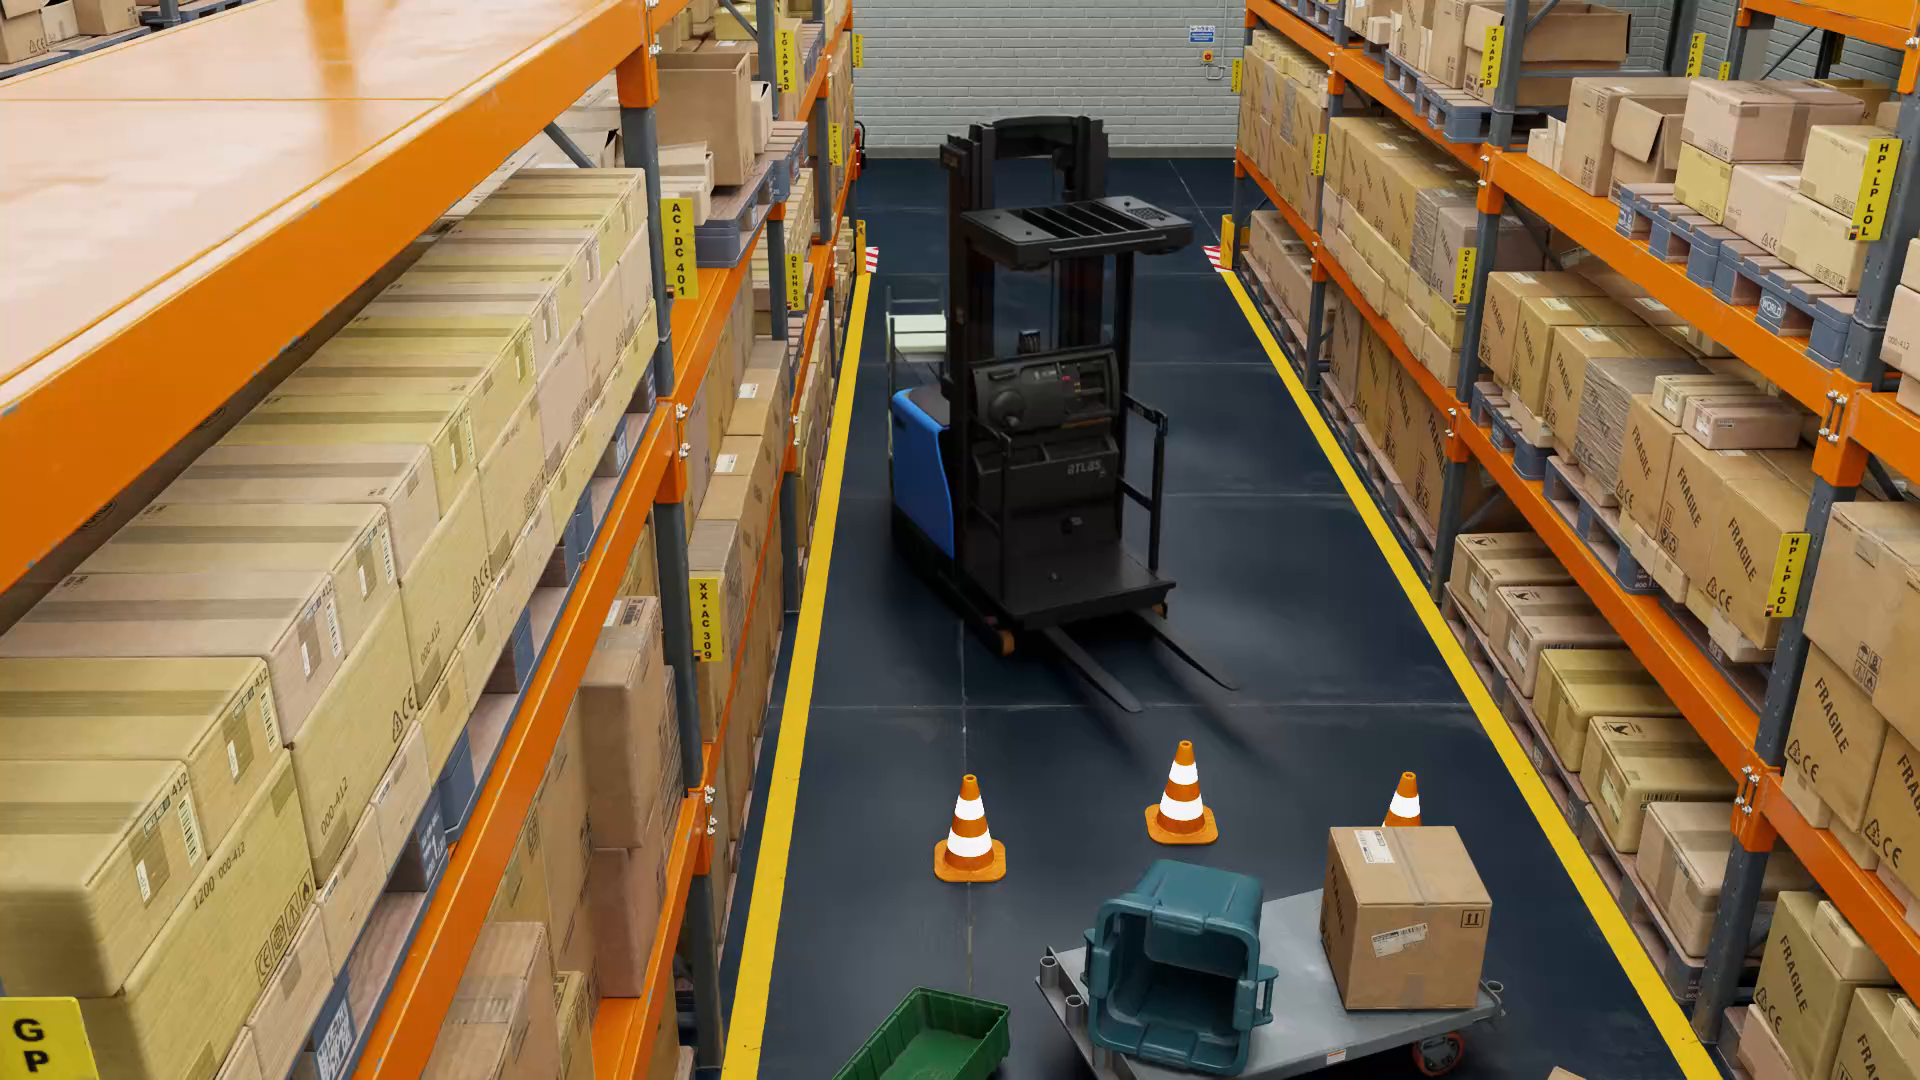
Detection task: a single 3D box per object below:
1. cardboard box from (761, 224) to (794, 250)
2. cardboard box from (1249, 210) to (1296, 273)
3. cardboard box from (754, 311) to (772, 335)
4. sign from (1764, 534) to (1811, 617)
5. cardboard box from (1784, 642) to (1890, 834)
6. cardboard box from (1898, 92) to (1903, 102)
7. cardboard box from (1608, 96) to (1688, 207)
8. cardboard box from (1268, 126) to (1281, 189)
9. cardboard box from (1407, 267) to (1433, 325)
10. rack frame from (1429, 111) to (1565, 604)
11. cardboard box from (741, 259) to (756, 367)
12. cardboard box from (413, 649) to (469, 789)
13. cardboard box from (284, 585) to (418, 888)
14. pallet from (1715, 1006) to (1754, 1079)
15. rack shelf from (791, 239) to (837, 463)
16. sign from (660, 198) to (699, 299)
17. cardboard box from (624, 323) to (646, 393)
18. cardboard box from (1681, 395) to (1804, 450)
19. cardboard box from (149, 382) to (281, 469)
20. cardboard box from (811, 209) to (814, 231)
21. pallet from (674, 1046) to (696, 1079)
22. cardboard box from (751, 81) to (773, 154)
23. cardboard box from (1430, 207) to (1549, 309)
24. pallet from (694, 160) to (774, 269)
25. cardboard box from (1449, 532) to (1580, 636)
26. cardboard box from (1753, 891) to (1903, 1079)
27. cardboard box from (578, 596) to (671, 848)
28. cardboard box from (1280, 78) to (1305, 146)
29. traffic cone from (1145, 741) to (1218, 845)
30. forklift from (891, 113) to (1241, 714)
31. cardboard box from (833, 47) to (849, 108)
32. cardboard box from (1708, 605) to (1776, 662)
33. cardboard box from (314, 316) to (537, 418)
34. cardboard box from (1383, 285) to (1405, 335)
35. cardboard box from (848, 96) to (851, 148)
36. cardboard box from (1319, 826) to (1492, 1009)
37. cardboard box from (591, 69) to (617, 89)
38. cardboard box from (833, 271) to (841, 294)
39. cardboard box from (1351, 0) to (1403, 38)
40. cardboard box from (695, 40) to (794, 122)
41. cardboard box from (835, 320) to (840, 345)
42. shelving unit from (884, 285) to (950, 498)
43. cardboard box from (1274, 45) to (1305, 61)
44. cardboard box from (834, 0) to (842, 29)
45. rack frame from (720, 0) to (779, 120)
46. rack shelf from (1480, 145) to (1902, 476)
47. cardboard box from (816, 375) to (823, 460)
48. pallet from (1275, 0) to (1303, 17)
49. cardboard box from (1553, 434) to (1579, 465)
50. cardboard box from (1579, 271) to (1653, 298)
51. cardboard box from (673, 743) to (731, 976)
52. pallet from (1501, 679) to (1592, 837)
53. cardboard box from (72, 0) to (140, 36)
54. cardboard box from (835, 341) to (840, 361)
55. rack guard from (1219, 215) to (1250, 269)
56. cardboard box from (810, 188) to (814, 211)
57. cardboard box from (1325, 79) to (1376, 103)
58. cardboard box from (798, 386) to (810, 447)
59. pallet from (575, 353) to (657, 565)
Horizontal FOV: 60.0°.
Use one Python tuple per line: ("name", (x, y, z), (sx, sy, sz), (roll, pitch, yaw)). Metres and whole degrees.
("cardboard box", (-1.319, -2.014, 11.135), (0.380, 0.149, 0.250), (0, 24, 1))
("cardboard box", (3.477, -3.046, 16.943), (0.875, 0.438, 0.875), (-1, 24, -2))
("cardboard box", (-1.296, -1.345, 10.018), (0.380, 0.149, 0.250), (1, 24, 2))
("sign", (2.946, 0.128, 5.922), (0.100, 0.325, 0.005), (0, 24, -1))
("cardboard box", (3.227, 0.653, 5.684), (0.500, 0.500, 0.500), (0, 24, -1))
("cardboard box", (8.627, -3.692, 14.685), (0.500, 0.500, 0.500), (-1, 24, -2))
("cardboard box", (3.502, -1.782, 7.785), (0.797, 0.503, 0.637), (0, 24, -1))
("cardboard box", (3.131, -3.515, 15.261), (0.500, 0.500, 0.500), (1, 24, 1))
("cardboard box", (3.188, -1.566, 10.647), (0.500, 0.250, 0.500), (-1, 24, -2))
("rack frame", (3.457, -0.997, 9.814), (1.000, 3.000, 0.127), (0, 24, -1))
("cardboard box", (-1.497, -1.249, 9.036), (0.700, 0.500, 0.500), (0, 24, -1))
("cardboard box", (-1.099, 0.316, 2.946), (0.380, 0.149, 0.250), (0, 24, 0))
("cardboard box", (-1.160, 0.284, 2.533), (0.500, 0.250, 0.500), (-1, 24, -1))
("pallet", (3.543, 2.199, 6.132), (1.003, 0.211, 1.213), (0, 24, -1))
("rack shelf", (-1.513, -1.429, 11.643), (1.077, 0.370, 4.000), (0, 24, -1))
("sign", (-0.893, -0.926, 5.294), (0.100, 0.325, 0.005), (0, 24, -1))
("cardboard box", (-1.121, -0.521, 4.796), (0.380, 0.149, 0.250), (0, 24, 0))
("cardboard box", (3.249, -0.489, 6.913), (0.380, 0.149, 0.250), (-1, 24, -2))
("cardboard box", (-1.703, -0.128, 3.443), (0.500, 0.250, 0.500), (0, 24, 0))
("cardboard box", (-1.333, -2.495, 12.922), (0.380, 0.149, 0.250), (-1, 24, -2))
("pallet", (-1.518, 2.300, 5.909), (1.003, 0.211, 1.213), (0, 24, -1))
("cardboard box", (-1.180, -2.066, 8.016), (0.500, 0.311, 0.500), (0, 24, -1))
("cardboard box", (3.190, -1.710, 10.055), (0.500, 0.500, 0.500), (-1, 24, -2))
("pallet", (-1.416, -1.488, 7.488), (1.003, 0.211, 1.213), (1, 24, 2))
("cardboard box", (3.453, 0.242, 9.754), (0.950, 0.372, 0.625), (-2, 24, -4))
("cardboard box", (3.237, 1.616, 5.954), (0.500, 0.500, 0.500), (1, 24, 2))
("cardboard box", (-1.356, 0.533, 4.938), (0.875, 0.550, 0.550), (0, 24, -1))
("cardboard box", (3.120, -3.758, 14.584), (0.500, 0.500, 0.500), (0, 24, 0))
("traffic cone", (1.084, 1.188, 8.062), (0.336, 0.463, 0.334), (0, 24, -1))
("forklift", (0.599, -0.853, 9.579), (1.130, 2.935, 3.031), (-10, 26, -22))
("cardboard box", (-1.305, -4.255, 15.323), (0.500, 0.500, 0.500), (1, 24, 2))
("cardboard box", (3.219, 0.364, 6.600), (0.380, 0.149, 0.250), (0, 24, 0))
("cardboard box", (-1.108, -0.362, 3.476), (0.380, 0.149, 0.250), (0, 24, 0))
("cardboard box", (3.181, -1.553, 11.227), (0.500, 0.250, 0.500), (0, 24, -1))
("cardboard box", (-1.316, -4.014, 16.003), (0.500, 0.500, 0.500), (-1, 24, -1))
("cardboard box", (1.721, 1.466, 6.483), (0.500, 0.500, 0.500), (0, 24, -1))
("cardboard box", (-1.704, -2.196, 8.304), (0.500, 0.311, 0.500), (0, 24, 0))
("cardboard box", (-1.274, -2.318, 14.962), (0.380, 0.149, 0.250), (0, 24, 1))
("cardboard box", (3.133, -3.884, 11.927), (0.500, 0.500, 0.500), (-1, 24, -2))
("cardboard box", (-1.232, -2.581, 9.556), (0.500, 0.500, 0.500), (0, 24, -1))
("cardboard box", (-1.219, -1.760, 14.090), (0.380, 0.149, 0.250), (1, 24, 2))
("shelving unit", (-0.285, -0.920, 11.464), (0.431, 1.500, 0.755), (-2, 24, -4))
("cardboard box", (3.136, -4.511, 15.461), (0.380, 0.149, 0.250), (0, 24, 0))
("cardboard box", (-1.277, -4.492, 14.085), (0.500, 0.250, 0.500), (1, 24, 2))
("rack frame", (-1.491, -3.666, 8.436), (1.000, 3.000, 0.127), (0, 24, -1))
("rack shelf", (3.479, -1.211, 7.521), (1.077, 0.370, 4.000), (0, 24, -1))
("cardboard box", (-1.269, -0.907, 12.139), (0.500, 0.500, 0.500), (-1, 24, -2))
("pallet", (3.405, -4.810, 14.712), (1.003, 0.211, 1.213), (0, 24, -1))
("cardboard box", (3.264, -0.497, 8.503), (0.380, 0.149, 0.250), (1, 24, 3))
("cardboard box", (3.740, -1.183, 9.234), (0.500, 0.500, 0.500), (-1, 24, -2))
("cardboard box", (-1.545, 1.294, 6.970), (1.050, 0.750, 0.750), (0, 24, -1))
("pallet", (3.475, 1.097, 8.567), (1.003, 0.211, 1.213), (0, 24, -1))
("cardboard box", (-6.480, -3.965, 12.106), (0.700, 0.500, 0.500), (0, 24, 1))
("cardboard box", (-1.218, -1.625, 14.152), (0.380, 0.149, 0.250), (-1, 24, -3))
("rack guard", (3.370, -3.164, 17.639), (1.175, 0.500, 0.348), (0, 24, -1))
("cardboard box", (-1.333, -2.630, 12.860), (0.380, 0.149, 0.250), (0, 24, 1))
("cardboard box", (3.198, -3.676, 13.616), (0.380, 0.149, 0.250), (0, 24, 1))
("cardboard box", (-1.263, -0.821, 11.039), (0.500, 0.250, 0.500), (-1, 24, -1))
("pallet", (-1.449, -0.274, 4.683), (1.003, 0.211, 1.213), (0, 24, -1))
